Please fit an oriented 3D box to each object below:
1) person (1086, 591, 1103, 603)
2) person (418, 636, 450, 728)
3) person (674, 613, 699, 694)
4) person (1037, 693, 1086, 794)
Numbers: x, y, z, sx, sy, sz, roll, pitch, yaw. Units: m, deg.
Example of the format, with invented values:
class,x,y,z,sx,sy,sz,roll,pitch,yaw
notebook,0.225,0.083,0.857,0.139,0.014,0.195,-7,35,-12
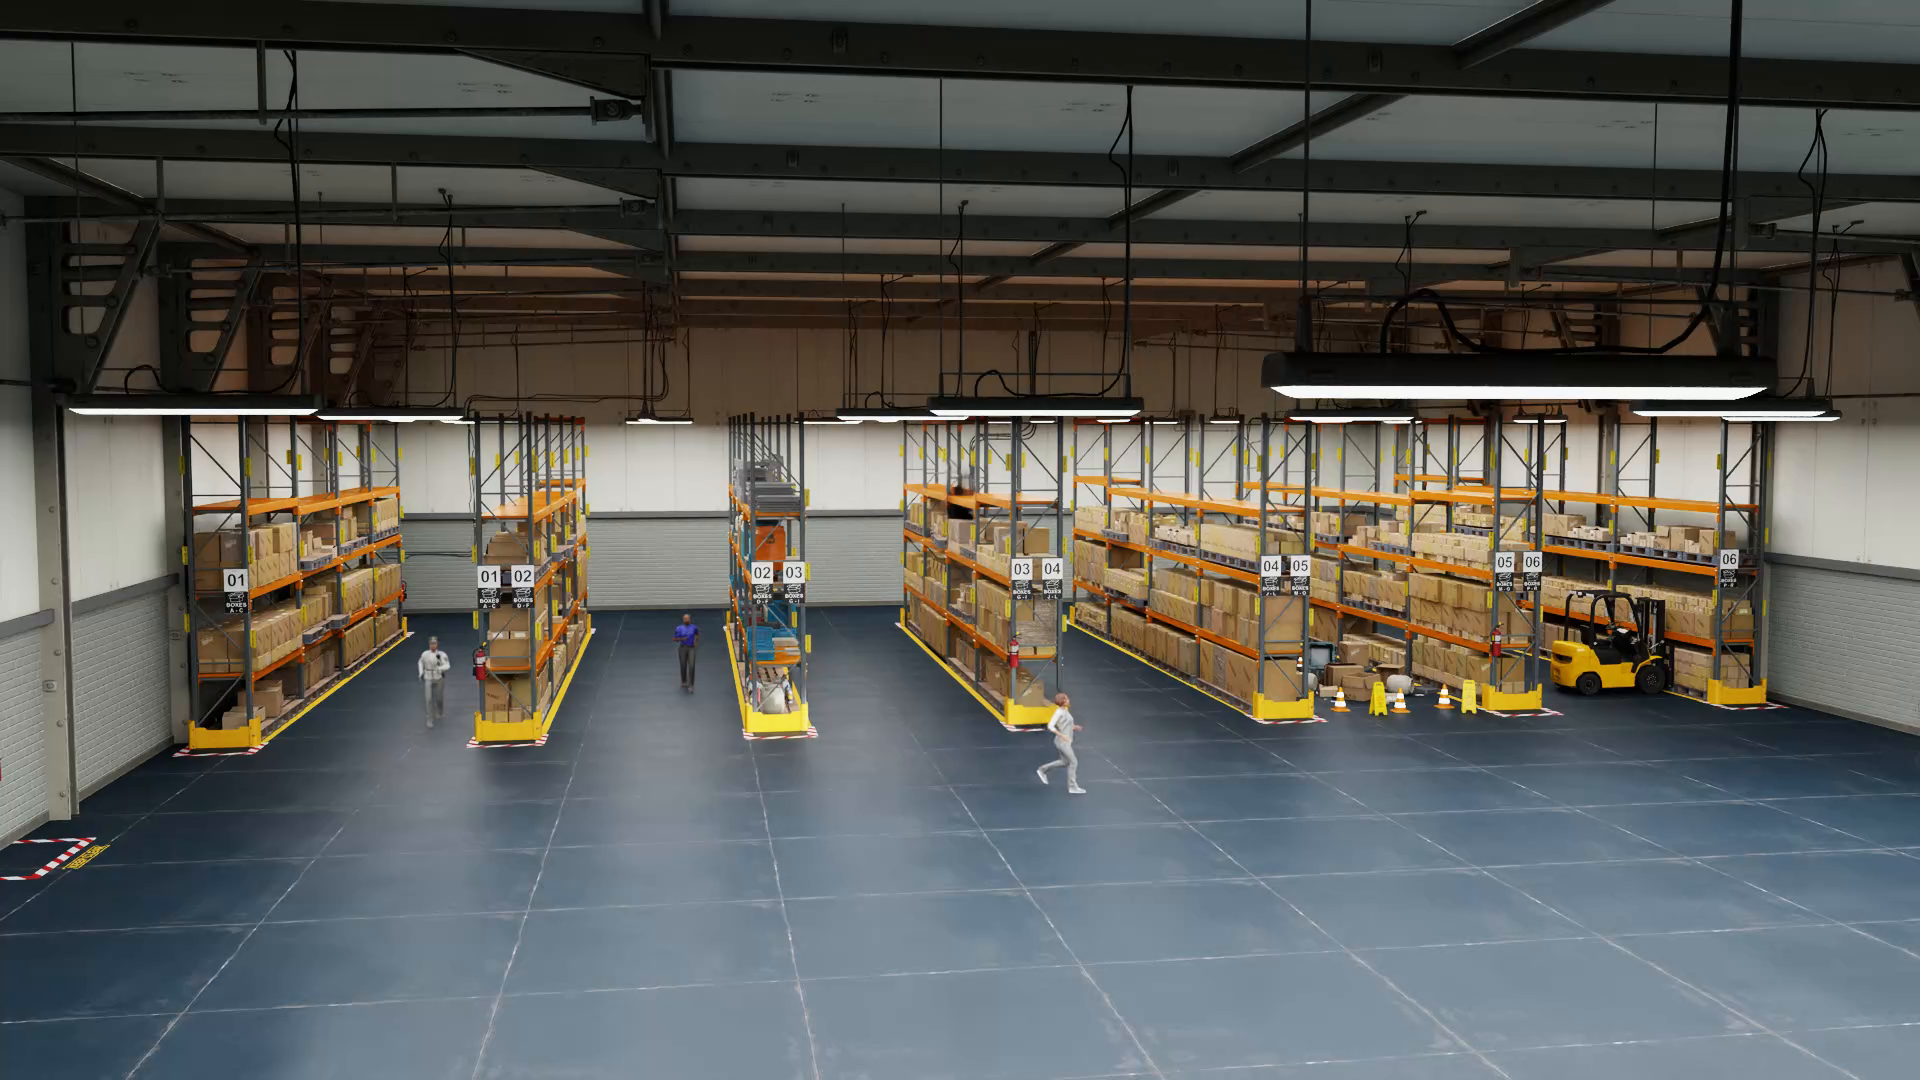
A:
class,x,y,z,sx,sy,sz,roll,pitch,yaw
person,3.997,1.451,49.959,0.901,1.734,0.704,3,5,33
person,-10.083,2.682,31.871,0.613,1.690,0.911,-1,4,-11
person,-5.902,2.432,35.965,0.570,1.666,0.850,-1,4,-13
person,1.580,3.166,25.977,0.805,1.568,0.548,1,4,14
